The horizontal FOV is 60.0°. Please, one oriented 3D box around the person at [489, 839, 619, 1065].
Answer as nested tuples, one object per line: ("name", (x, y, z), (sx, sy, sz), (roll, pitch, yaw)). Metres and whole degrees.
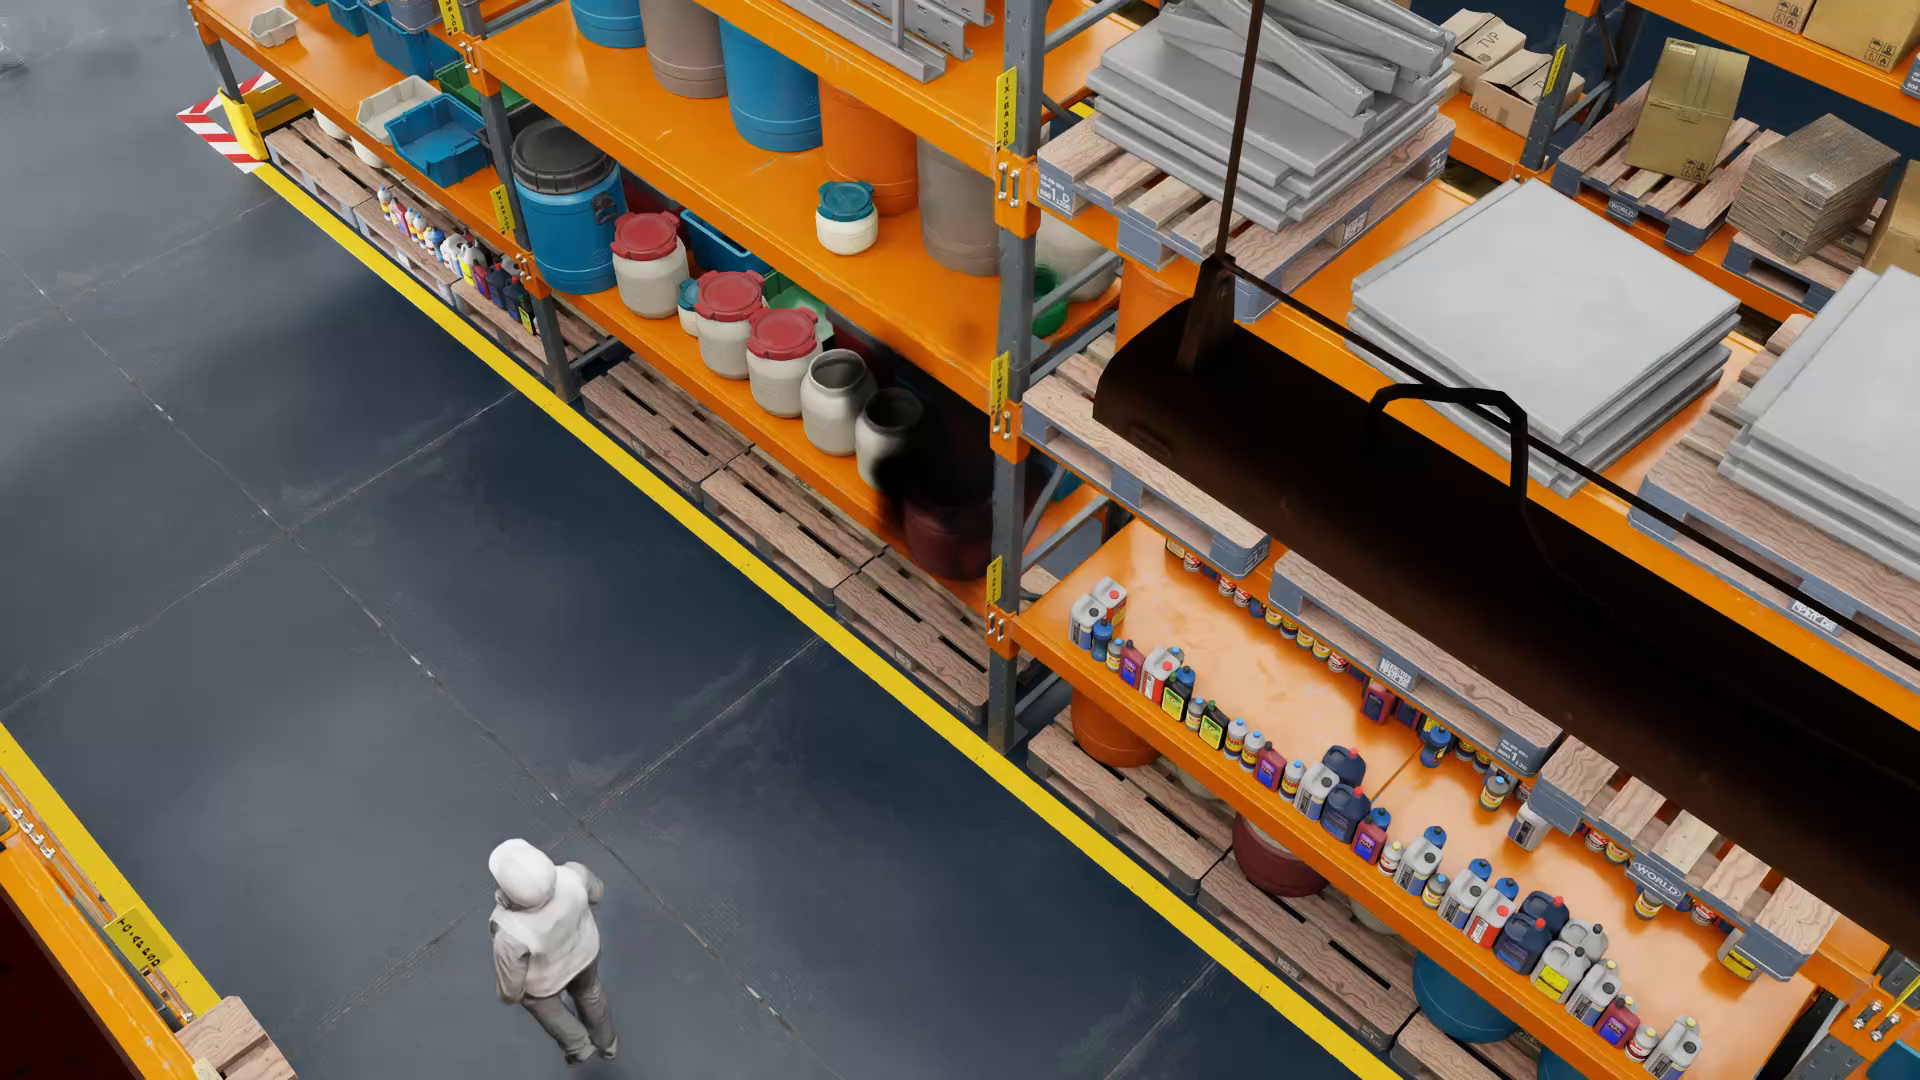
("person", (-1.858, 1.807, 7.384), (0.590, 1.792, 0.648), (35, 58, 26))
